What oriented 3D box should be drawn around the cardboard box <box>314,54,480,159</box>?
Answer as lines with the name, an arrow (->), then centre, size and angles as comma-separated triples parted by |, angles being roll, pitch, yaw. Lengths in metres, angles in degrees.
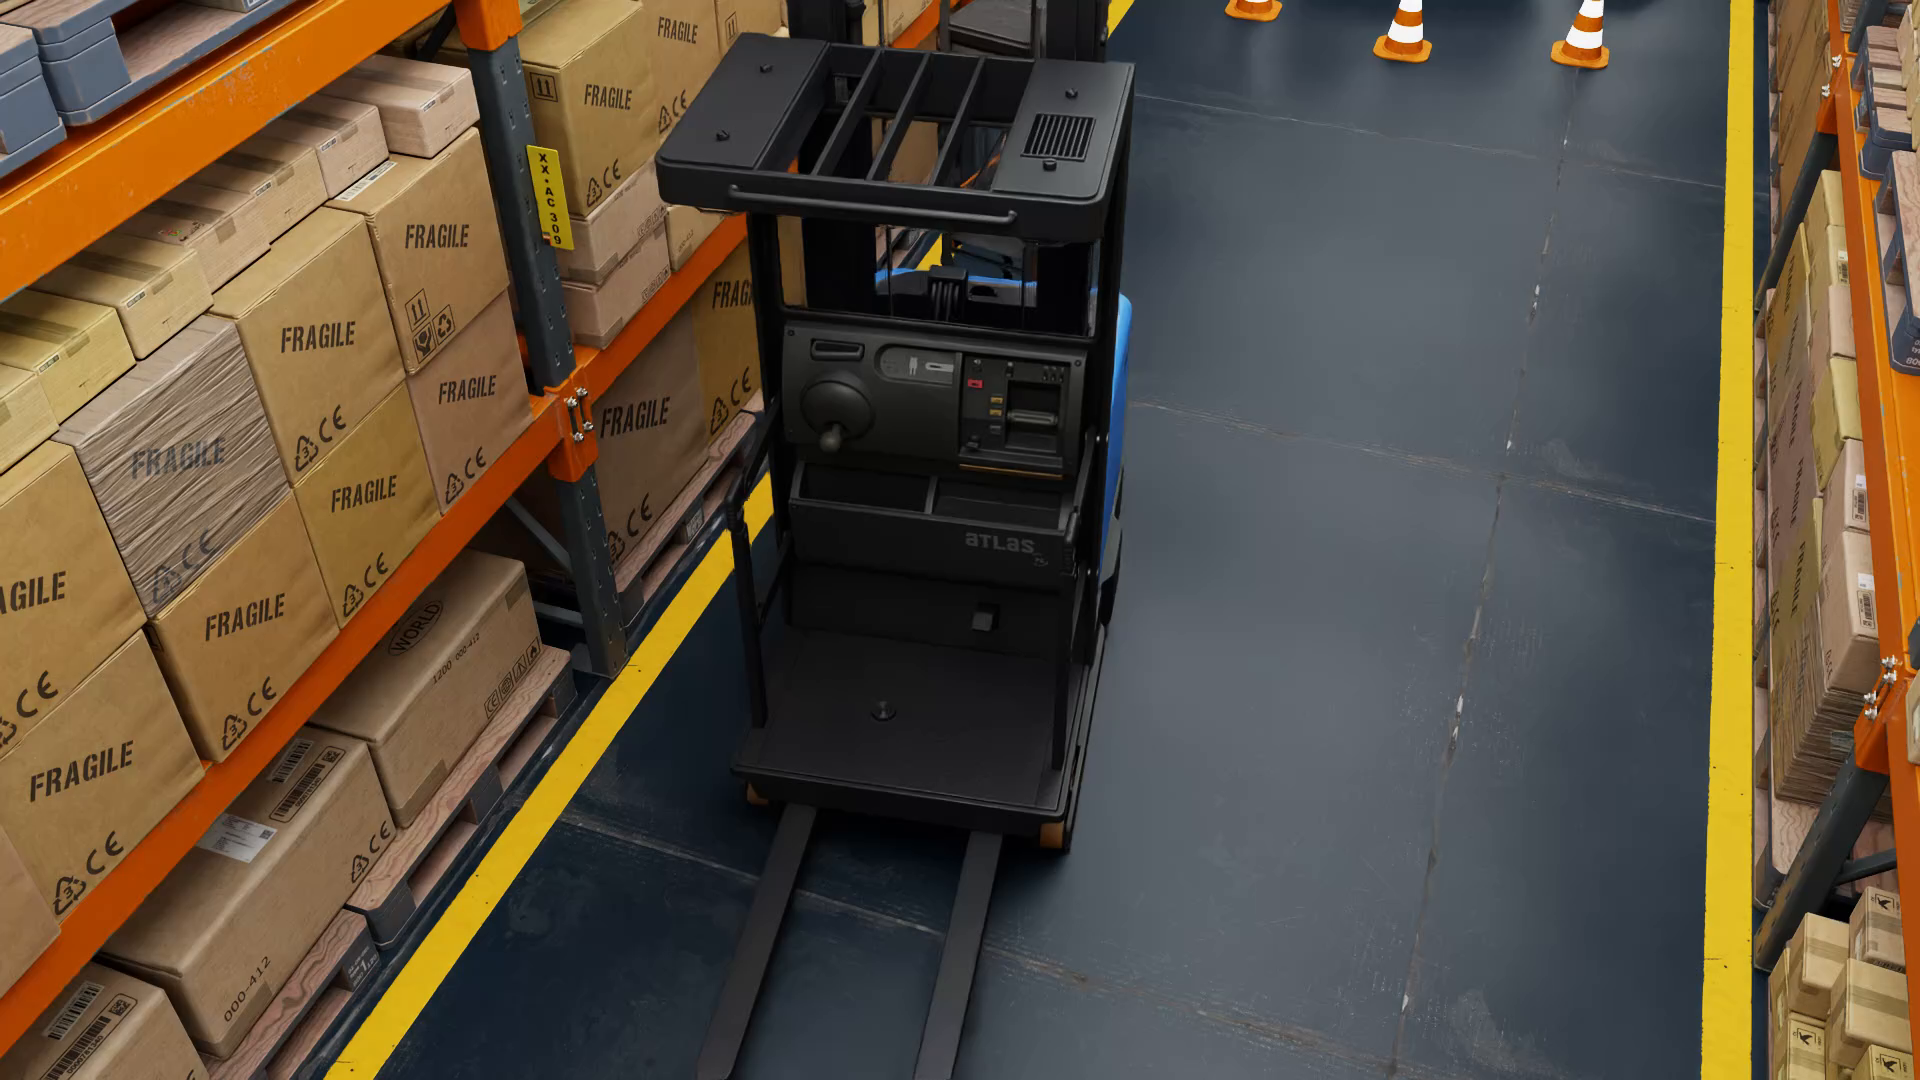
cardboard box -> -1.531, -1.173, 4.466 | 0.380, 0.149, 0.250 | 12, 42, 14

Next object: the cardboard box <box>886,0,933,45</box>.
cardboard box -> -0.446, -2.467, 7.447 | 0.500, 0.250, 0.500 | 14, 42, 16

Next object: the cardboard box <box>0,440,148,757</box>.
cardboard box -> -2.152, 0.089, 3.487 | 0.500, 0.500, 0.500 | 13, 42, 15

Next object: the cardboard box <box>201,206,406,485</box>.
cardboard box -> -1.808, -0.528, 4.210 | 0.500, 0.500, 0.500 | 13, 42, 14

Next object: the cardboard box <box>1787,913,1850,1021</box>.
cardboard box -> 2.537, 1.233, 4.638 | 0.380, 0.149, 0.250 | 15, 43, 17

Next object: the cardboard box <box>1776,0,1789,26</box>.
cardboard box -> 5.569, -3.514, 9.967 | 1.050, 0.750, 0.750 | 13, 42, 15

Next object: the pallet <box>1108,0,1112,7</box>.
pallet -> 0.330, -3.363, 10.529 | 1.003, 0.211, 1.213 | 13, 42, 15

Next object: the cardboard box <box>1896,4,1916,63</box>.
cardboard box -> 3.987, -2.005, 6.659 | 0.380, 0.149, 0.250 | 13, 42, 14

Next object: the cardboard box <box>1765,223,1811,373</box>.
cardboard box -> 3.848, -1.003, 7.217 | 0.500, 0.500, 0.500 | 12, 42, 13

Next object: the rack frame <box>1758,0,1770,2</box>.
rack frame -> 5.697, -4.608, 9.840 | 1.000, 3.000, 0.127 | 13, 42, 15

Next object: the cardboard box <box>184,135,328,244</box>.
cardboard box -> -1.818, -0.886, 4.130 | 0.380, 0.149, 0.250 | 13, 42, 15

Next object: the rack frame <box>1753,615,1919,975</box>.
rack frame -> 2.961, 0.271, 4.121 | 1.000, 3.000, 0.127 | 13, 42, 15

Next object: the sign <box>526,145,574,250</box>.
sign -> -1.203, -1.003, 4.887 | 0.100, 0.325, 0.005 | 13, 42, 15

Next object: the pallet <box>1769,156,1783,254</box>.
pallet -> 4.670, -1.572, 8.430 | 1.003, 0.211, 1.213 | 13, 42, 15

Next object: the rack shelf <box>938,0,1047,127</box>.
rack shelf -> 0.230, -1.727, 6.098 | 0.431, 0.518, 0.480 | 22, 45, 23

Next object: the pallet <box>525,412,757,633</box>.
pallet -> -1.532, -0.193, 6.813 | 1.003, 0.211, 1.213 | 13, 42, 15

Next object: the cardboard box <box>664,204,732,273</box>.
cardboard box -> -1.151, -1.235, 6.002 | 0.500, 0.250, 0.500 | 12, 42, 14

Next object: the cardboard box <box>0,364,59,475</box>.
cardboard box -> -2.098, -0.254, 3.389 | 0.380, 0.149, 0.250 | 13, 42, 15

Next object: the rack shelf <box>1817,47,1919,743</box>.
rack shelf -> 3.645, -0.675, 5.785 | 1.077, 0.370, 4.000 | 13, 42, 15

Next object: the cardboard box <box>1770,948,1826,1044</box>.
cardboard box -> 2.535, 1.347, 4.734 | 0.380, 0.149, 0.250 | 12, 42, 13

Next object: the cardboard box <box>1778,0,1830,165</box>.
cardboard box -> 4.918, -2.358, 8.613 | 1.050, 0.750, 0.750 | 14, 42, 16

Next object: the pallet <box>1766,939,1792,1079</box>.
pallet -> 2.765, 1.749, 4.537 | 1.003, 0.211, 1.213 | 13, 42, 15

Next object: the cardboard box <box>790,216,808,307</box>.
cardboard box -> -0.980, -1.611, 7.641 | 0.875, 0.875, 0.875 | 14, 42, 16

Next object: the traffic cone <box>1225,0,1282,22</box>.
traffic cone -> 1.902, -3.613, 10.629 | 0.336, 0.463, 0.334 | 13, 42, 15

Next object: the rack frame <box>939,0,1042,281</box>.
rack frame -> 0.103, -1.070, 6.386 | 0.400, 2.100, 0.015 | 22, 45, 23

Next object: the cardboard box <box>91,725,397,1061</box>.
cardboard box -> -2.346, 0.954, 4.971 | 0.875, 0.438, 0.875 | 12, 42, 14

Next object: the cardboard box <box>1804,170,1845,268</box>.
cardboard box -> 3.866, -1.296, 6.982 | 0.500, 0.250, 0.500 | 11, 42, 13

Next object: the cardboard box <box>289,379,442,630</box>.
cardboard box -> -1.814, -0.149, 4.537 | 0.500, 0.500, 0.500 | 12, 42, 14

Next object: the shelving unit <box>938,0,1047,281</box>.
shelving unit -> 0.231, -1.205, 6.544 | 0.431, 2.100, 0.503 | 22, 45, 23

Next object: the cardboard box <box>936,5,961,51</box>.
cardboard box -> -0.154, -2.708, 9.314 | 0.950, 0.372, 0.625 | 11, 42, 12

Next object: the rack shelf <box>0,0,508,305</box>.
rack shelf -> -2.409, -0.414, 3.167 | 1.077, 0.370, 4.000 | 13, 42, 15

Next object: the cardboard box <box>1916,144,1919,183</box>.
cardboard box -> 3.623, -1.349, 5.890 | 0.380, 0.149, 0.250 | 15, 43, 16

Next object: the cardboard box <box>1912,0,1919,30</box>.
cardboard box -> 3.975, -2.096, 6.536 | 0.380, 0.149, 0.250 | 15, 43, 17

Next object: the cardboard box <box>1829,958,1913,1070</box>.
cardboard box -> 2.499, 1.288, 4.343 | 0.380, 0.149, 0.250 | 15, 43, 17

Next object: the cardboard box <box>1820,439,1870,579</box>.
cardboard box -> 3.167, -0.044, 5.515 | 0.500, 0.250, 0.500 | 15, 43, 17

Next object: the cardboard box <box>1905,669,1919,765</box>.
cardboard box -> 2.557, 0.467, 4.085 | 0.380, 0.149, 0.250 | 15, 43, 17

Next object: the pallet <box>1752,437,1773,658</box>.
pallet -> 3.642, 0.110, 6.458 | 1.003, 0.211, 1.213 | 13, 42, 15

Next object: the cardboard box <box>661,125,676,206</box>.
cardboard box -> -1.157, -1.429, 5.844 | 0.500, 0.250, 0.500 | 14, 42, 16

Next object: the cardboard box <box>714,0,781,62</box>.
cardboard box -> -0.982, -2.011, 5.948 | 0.500, 0.500, 0.500 | 12, 42, 14

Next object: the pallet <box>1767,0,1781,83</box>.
pallet -> 5.504, -3.060, 10.174 | 1.003, 0.211, 1.213 | 13, 42, 15

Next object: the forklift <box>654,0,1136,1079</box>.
forklift -> -0.124, -0.348, 4.899 | 1.130, 2.935, 3.031 | 7, 41, 8

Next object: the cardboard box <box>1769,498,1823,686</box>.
cardboard box -> 3.154, 0.242, 5.758 | 0.500, 0.500, 0.500 | 12, 42, 14

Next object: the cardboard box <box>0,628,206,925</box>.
cardboard box -> -2.165, 0.476, 3.803 | 0.500, 0.500, 0.500 | 15, 43, 17

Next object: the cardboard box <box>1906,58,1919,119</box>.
cardboard box -> 3.803, -1.676, 6.274 | 0.380, 0.149, 0.250 | 15, 43, 17

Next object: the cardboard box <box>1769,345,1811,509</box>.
cardboard box -> 3.508, -0.381, 6.488 | 0.500, 0.500, 0.500 | 12, 42, 14

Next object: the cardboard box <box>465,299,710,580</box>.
cardboard box -> -1.588, -0.513, 6.354 | 0.875, 0.875, 0.875 | 15, 43, 16

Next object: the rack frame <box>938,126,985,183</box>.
rack frame -> -0.357, -3.206, 8.196 | 1.000, 3.000, 0.127 | 13, 42, 15

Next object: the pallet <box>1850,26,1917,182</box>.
pallet -> 4.186, -1.637, 6.506 | 1.213, 0.211, 1.003 | 13, 42, 15

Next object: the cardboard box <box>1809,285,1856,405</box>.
cardboard box -> 3.511, -0.688, 6.270 | 0.500, 0.250, 0.500 | 14, 42, 15

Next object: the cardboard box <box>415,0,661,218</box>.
cardboard box -> -1.304, -1.389, 5.220 | 0.500, 0.500, 0.500 | 14, 42, 16

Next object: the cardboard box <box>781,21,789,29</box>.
cardboard box -> -0.789, -2.040, 6.560 | 0.500, 0.250, 0.500 | 12, 42, 14

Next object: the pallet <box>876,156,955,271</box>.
pallet -> -0.697, -1.681, 8.557 | 1.003, 0.211, 1.213 | 13, 42, 15

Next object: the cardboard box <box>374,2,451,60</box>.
cardboard box -> -1.808, -1.513, 5.364 | 0.500, 0.500, 0.500 | 15, 43, 16

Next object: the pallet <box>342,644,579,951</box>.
pallet -> -2.058, 0.741, 5.719 | 1.003, 0.211, 1.213 | 13, 42, 15

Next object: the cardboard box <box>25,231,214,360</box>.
cardboard box -> -1.939, -0.567, 3.756 | 0.380, 0.149, 0.250 | 13, 42, 15

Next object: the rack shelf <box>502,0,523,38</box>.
rack shelf -> -1.041, -2.853, 6.026 | 1.077, 0.370, 4.000 | 13, 42, 15
